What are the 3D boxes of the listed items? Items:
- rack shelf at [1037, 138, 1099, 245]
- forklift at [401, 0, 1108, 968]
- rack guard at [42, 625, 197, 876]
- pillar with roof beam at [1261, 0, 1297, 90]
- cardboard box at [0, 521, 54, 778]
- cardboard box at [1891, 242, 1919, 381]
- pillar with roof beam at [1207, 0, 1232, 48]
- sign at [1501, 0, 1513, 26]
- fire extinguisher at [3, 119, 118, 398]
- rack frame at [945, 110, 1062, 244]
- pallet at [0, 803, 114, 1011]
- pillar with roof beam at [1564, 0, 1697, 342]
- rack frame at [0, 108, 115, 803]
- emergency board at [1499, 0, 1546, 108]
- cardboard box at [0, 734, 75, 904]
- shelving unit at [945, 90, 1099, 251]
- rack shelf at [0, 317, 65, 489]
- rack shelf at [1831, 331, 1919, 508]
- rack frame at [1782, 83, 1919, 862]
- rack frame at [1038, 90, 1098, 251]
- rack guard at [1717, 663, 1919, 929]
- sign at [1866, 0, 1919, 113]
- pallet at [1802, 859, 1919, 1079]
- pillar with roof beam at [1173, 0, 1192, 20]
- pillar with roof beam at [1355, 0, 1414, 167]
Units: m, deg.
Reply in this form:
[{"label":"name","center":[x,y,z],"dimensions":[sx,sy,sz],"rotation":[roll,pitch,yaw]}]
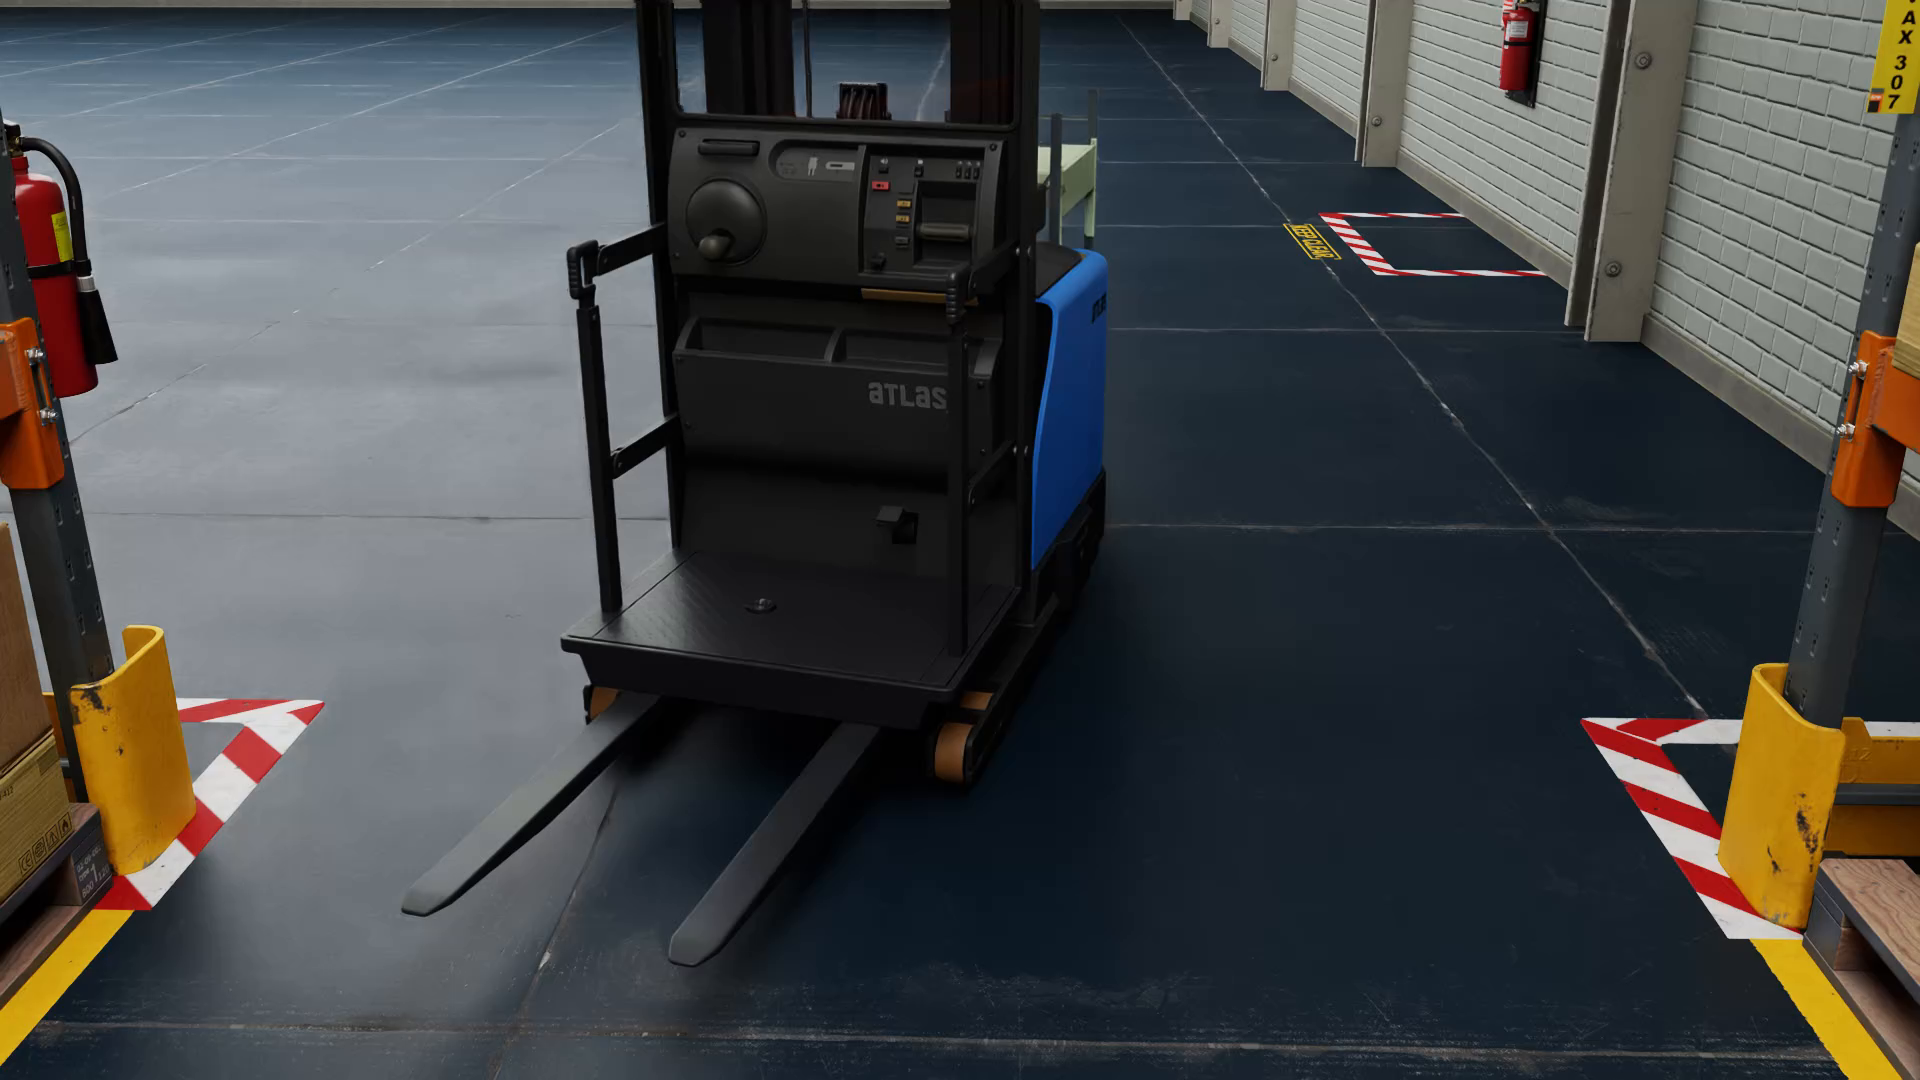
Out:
[{"label":"rack shelf","center":[0.234,-1.236,6.063],"dimensions":[0.431,0.370,0.720],"rotation":[5,22,13]},{"label":"forklift","center":[-0.402,-0.882,4.251],"dimensions":[1.130,2.935,3.031],"rotation":[6,22,16]},{"label":"rack guard","center":[-2.530,0.501,4.047],"dimensions":[1.175,0.500,0.348],"rotation":[1,21,2]},{"label":"pillar with roof beam","center":[-0.492,-9.693,18.569],"dimensions":[9.100,9.000,0.400],"rotation":[1,21,2]},{"label":"cardboard box","center":[-2.250,0.278,3.350],"dimensions":[0.500,0.500,0.500],"rotation":[1,21,2]},{"label":"cardboard box","center":[2.088,-0.369,3.014],"dimensions":[0.500,0.250,0.500],"rotation":[0,21,0]},{"label":"pillar with roof beam","center":[-0.309,-11.862,24.160],"dimensions":[9.100,9.000,0.400],"rotation":[1,21,2]},{"label":"sign","center":[3.679,-3.618,11.158],"dimensions":[0.001,0.329,0.234],"rotation":[1,21,2]},{"label":"fire extinguisher","center":[-2.063,-0.658,3.684],"dimensions":[0.296,0.674,0.183],"rotation":[1,21,2]},{"label":"rack frame","center":[0.146,-0.744,5.873],"dimensions":[0.400,1.500,0.023],"rotation":[5,22,13]},{"label":"pallet","center":[-2.512,0.921,3.363],"dimensions":[1.003,0.211,1.213],"rotation":[1,21,2]},{"label":"pillar with roof beam","center":[-0.857,-5.354,7.387],"dimensions":[9.100,9.000,0.400],"rotation":[1,21,2]},{"label":"rack frame","center":[-2.531,-0.656,3.573],"dimensions":[1.000,3.000,0.127],"rotation":[1,21,2]},{"label":"emergency board","center":[3.560,-3.403,10.652],"dimensions":[0.194,1.169,0.643],"rotation":[1,21,2]},{"label":"cardboard box","center":[-2.252,0.627,3.486],"dimensions":[0.500,0.250,0.500],"rotation":[1,21,2]},{"label":"shelving unit","center":[0.234,-0.872,6.204],"dimensions":[0.431,1.500,0.755],"rotation":[5,22,13]},{"label":"rack shelf","center":[-2.592,0.403,1.839],"dimensions":[1.077,0.370,4.000],"rotation":[1,21,2]},{"label":"rack shelf","center":[2.360,0.456,1.702],"dimensions":[1.077,0.370,4.000],"rotation":[1,21,2]},{"label":"rack frame","center":[2.420,-0.603,3.436],"dimensions":[1.000,3.000,0.127],"rotation":[1,21,2]},{"label":"rack frame","center":[0.321,-1.001,6.536],"dimensions":[0.400,1.500,0.023],"rotation":[5,22,13]},{"label":"rack guard","center":[2.418,0.590,3.817],"dimensions":[1.175,0.500,0.348],"rotation":[1,21,2]},{"label":"sign","center":[1.878,-1.012,3.294],"dimensions":[0.100,0.325,0.005],"rotation":[1,21,2]},{"label":"pallet","center":[2.358,1.018,3.113],"dimensions":[1.003,0.211,1.213],"rotation":[1,21,2]},{"label":"pillar with roof beam","center":[-0.127,-14.031,29.751],"dimensions":[9.100,9.000,0.400],"rotation":[1,21,2]},{"label":"pillar with roof beam","center":[-0.674,-7.523,12.978],"dimensions":[9.100,9.000,0.400],"rotation":[1,21,2]}]
